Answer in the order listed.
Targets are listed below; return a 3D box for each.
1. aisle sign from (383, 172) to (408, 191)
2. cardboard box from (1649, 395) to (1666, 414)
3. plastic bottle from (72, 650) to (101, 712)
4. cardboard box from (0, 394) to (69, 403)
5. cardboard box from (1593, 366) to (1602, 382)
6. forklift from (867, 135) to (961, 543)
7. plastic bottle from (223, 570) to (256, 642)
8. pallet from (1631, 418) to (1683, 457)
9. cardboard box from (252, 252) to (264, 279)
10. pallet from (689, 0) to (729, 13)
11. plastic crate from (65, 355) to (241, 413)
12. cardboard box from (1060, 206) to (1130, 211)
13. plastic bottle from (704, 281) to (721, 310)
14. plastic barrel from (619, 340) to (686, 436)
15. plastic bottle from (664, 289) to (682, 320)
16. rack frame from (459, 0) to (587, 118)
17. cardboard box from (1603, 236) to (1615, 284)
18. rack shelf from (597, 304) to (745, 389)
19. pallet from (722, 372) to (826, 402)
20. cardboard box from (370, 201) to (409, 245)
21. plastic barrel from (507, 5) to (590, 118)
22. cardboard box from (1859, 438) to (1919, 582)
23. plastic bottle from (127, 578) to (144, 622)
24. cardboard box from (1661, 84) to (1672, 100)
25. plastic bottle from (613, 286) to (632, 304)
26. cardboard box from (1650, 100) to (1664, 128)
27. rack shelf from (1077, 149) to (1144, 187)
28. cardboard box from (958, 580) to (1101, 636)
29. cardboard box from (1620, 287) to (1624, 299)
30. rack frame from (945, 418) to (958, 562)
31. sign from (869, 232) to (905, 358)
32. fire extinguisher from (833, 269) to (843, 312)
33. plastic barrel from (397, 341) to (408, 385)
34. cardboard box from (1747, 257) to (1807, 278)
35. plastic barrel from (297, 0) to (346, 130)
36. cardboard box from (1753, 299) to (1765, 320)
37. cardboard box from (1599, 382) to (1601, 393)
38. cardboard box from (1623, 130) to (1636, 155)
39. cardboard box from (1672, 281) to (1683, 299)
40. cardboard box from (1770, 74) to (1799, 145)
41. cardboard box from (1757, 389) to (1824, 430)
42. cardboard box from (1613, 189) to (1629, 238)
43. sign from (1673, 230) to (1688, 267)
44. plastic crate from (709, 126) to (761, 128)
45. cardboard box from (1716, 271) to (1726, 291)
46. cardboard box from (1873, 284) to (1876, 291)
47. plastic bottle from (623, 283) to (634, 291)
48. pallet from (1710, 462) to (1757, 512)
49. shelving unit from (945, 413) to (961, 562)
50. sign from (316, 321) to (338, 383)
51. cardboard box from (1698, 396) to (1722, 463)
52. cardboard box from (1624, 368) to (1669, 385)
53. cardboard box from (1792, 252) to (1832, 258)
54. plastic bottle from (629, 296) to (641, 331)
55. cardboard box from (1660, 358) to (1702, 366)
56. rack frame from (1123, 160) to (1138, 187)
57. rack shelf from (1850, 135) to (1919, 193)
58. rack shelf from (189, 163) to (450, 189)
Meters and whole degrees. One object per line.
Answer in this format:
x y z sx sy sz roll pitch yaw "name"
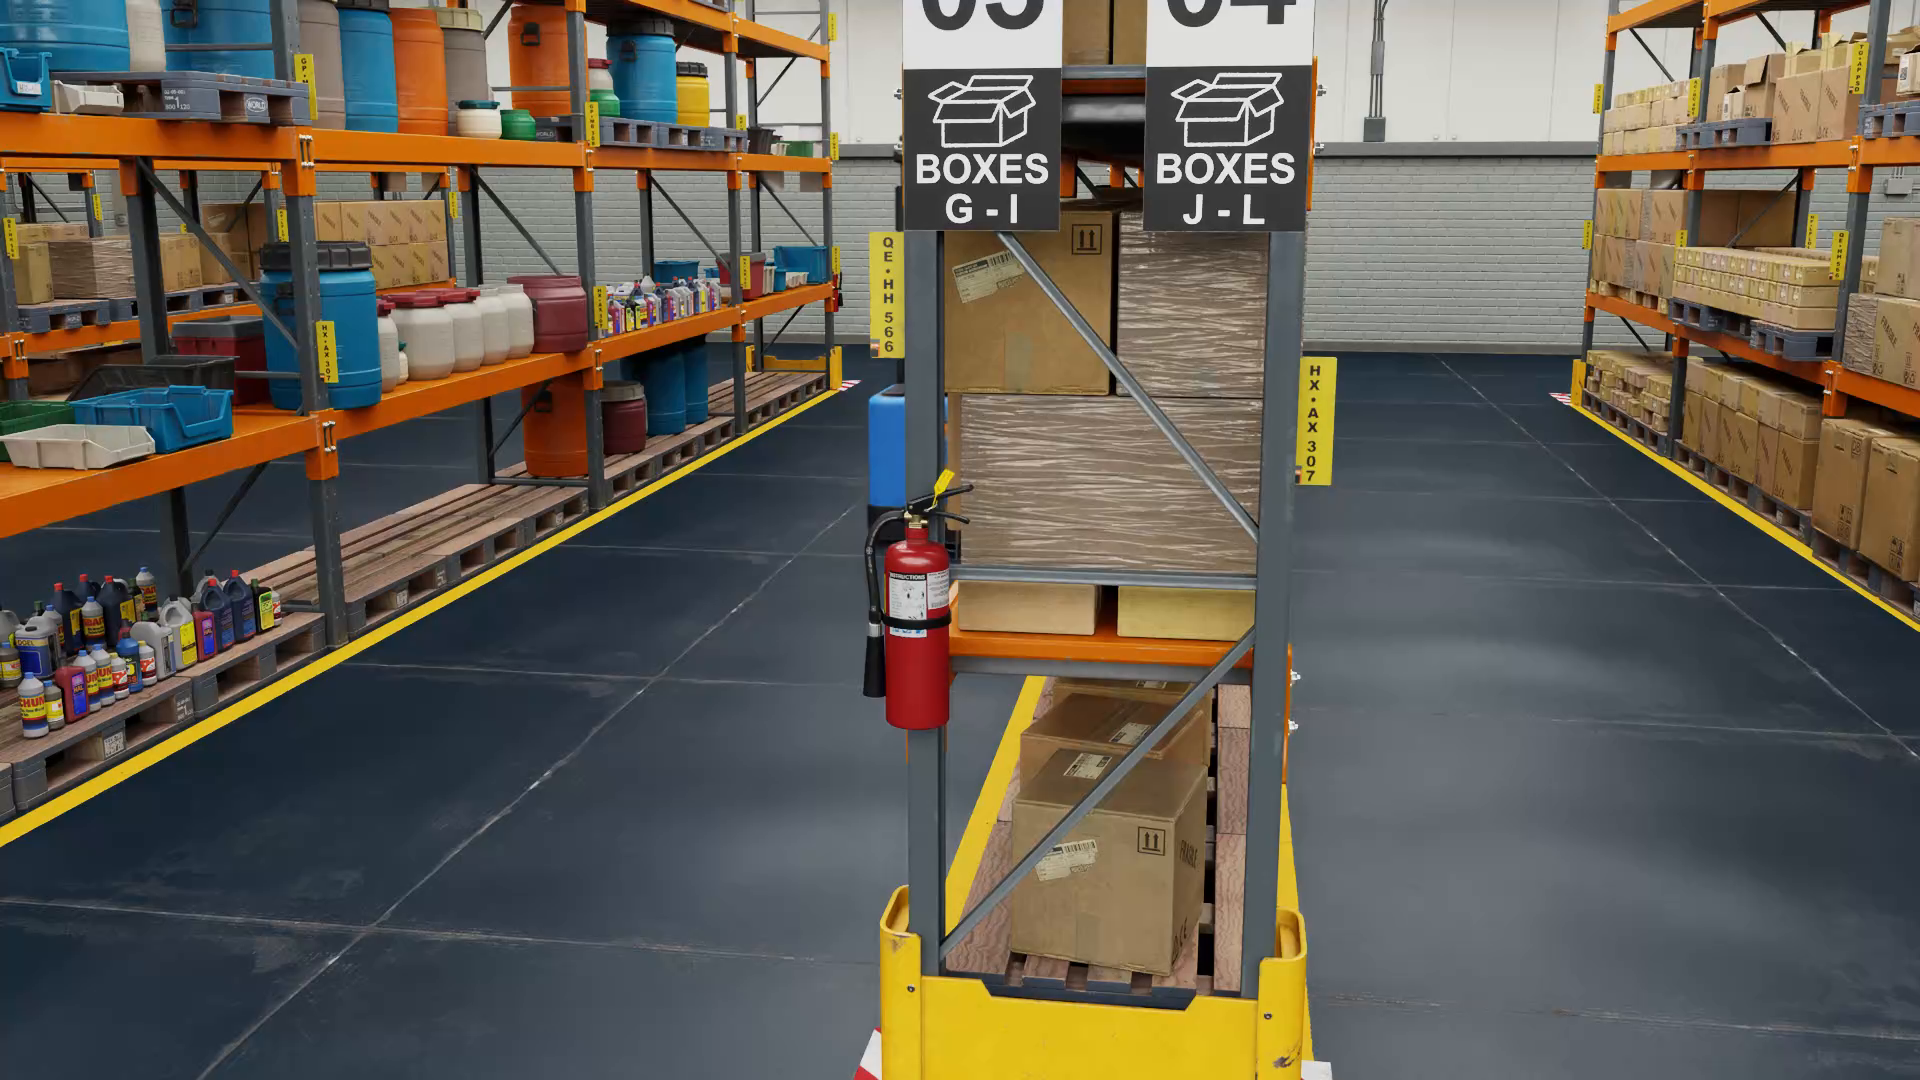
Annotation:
-7.247 -4.842 21.170 0.394 0.787 0.004 2 12 9 "aisle sign"
6.855 -1.301 15.974 0.380 0.149 0.250 1 12 6 "cardboard box"
-3.894 0.624 7.408 0.097 0.271 0.097 0 12 0 "plastic bottle"
-7.845 -0.961 14.220 0.500 0.500 0.500 2 12 11 "cardboard box"
7.274 -1.845 18.499 0.380 0.149 0.250 2 12 8 "cardboard box"
0.103 -1.660 12.739 1.130 2.935 3.031 2 12 9 "forklift"
-3.733 0.335 8.562 0.144 0.351 0.185 2 12 7 "plastic bottle"
7.159 -0.989 16.082 1.003 0.211 1.213 2 12 9 "pallet"
-7.235 -2.861 17.911 0.500 0.500 0.500 2 12 10 "cardboard box"
-2.785 -5.025 15.348 1.003 0.211 1.213 2 12 9 "pallet"
-4.125 -0.753 8.515 0.767 0.338 0.504 2 12 9 "plastic crate"
0.272 -0.805 5.291 0.500 0.500 0.500 2 12 9 "cardboard box"
-2.430 -2.400 16.306 0.152 0.276 0.135 2 12 9 "plastic bottle"
-2.898 -1.473 15.692 0.600 0.901 0.708 2 12 9 "plastic barrel"
-2.620 -2.143 15.112 0.152 0.276 0.135 2 12 9 "plastic bottle"
-3.304 -4.654 12.226 1.000 3.000 0.127 2 12 9 "rack frame"
7.307 -3.042 18.043 0.500 0.500 0.500 2 12 9 "cardboard box"
-2.996 -1.786 14.866 1.077 0.370 4.000 2 12 9 "rack shelf"
-2.238 -1.853 20.089 1.003 0.211 1.213 2 12 9 "pallet"
-6.916 -3.770 19.757 0.500 0.500 0.500 2 12 10 "cardboard box"
-3.213 -3.720 13.001 0.600 0.830 0.708 2 12 9 "plastic barrel"
6.162 -0.178 10.044 1.050 0.750 0.750 2 12 10 "cardboard box"
-4.318 0.348 8.661 0.061 0.283 0.133 2 12 9 "plastic bottle"
7.021 -4.335 16.091 0.380 0.149 0.250 1 12 6 "cardboard box"
-3.128 -2.211 15.428 0.152 0.276 0.135 2 12 9 "plastic bottle"
7.078 -4.170 16.270 0.500 0.250 0.500 2 12 11 "cardboard box"
1.283 -2.259 9.942 1.077 0.370 4.000 2 12 9 "rack shelf"
0.200 0.162 4.719 0.380 0.149 0.250 2 12 9 "cardboard box"
7.270 -2.642 17.727 0.380 0.149 0.250 2 12 8 "cardboard box"
-0.116 -0.370 11.218 0.200 1.050 0.008 2 12 9 "rack frame"
-0.185 -0.638 4.334 0.100 0.325 0.005 2 12 9 "sign"
-1.601 -3.183 20.711 0.296 0.674 0.183 2 12 9 "fire extinguisher"
-3.564 -1.091 10.265 0.301 0.262 0.301 0 12 0 "plastic barrel"
6.260 -2.081 12.718 0.380 0.149 0.250 2 12 9 "cardboard box"
-3.954 -2.849 9.781 0.600 0.901 0.600 0 12 0 "plastic barrel"
6.219 -1.736 12.527 0.380 0.149 0.250 2 12 8 "cardboard box"
7.350 -1.700 18.531 0.380 0.149 0.250 2 12 8 "cardboard box"
7.233 -4.135 17.295 0.500 0.250 0.500 1 12 7 "cardboard box"
6.576 -2.227 14.805 0.380 0.149 0.250 1 12 6 "cardboard box"
6.458 -3.229 12.501 0.500 0.500 0.500 2 12 9 "cardboard box"
6.389 -0.985 12.600 0.500 0.250 0.500 2 12 9 "cardboard box"
7.202 -3.429 17.469 0.500 0.500 0.500 2 12 7 "cardboard box"
6.554 -2.650 15.117 0.100 0.325 0.005 2 12 9 "sign"
-2.580 -4.513 18.842 0.504 0.338 0.767 2 12 9 "plastic crate"
6.379 -2.099 13.506 0.380 0.149 0.250 2 12 8 "cardboard box"
6.788 -1.757 11.920 0.380 0.149 0.250 2 12 11 "cardboard box"
-3.192 -2.333 15.992 0.152 0.276 0.135 2 12 9 "plastic bottle"
6.788 -0.431 13.494 1.003 0.211 1.213 2 12 9 "pallet"
-0.095 -0.395 11.336 0.215 1.050 0.252 2 12 9 "shelving unit"
-3.377 -1.003 8.872 0.100 0.325 0.005 2 12 9 "sign"
6.636 -0.939 14.168 0.500 0.500 0.500 2 12 11 "cardboard box"
7.017 -1.670 16.981 0.380 0.149 0.250 1 12 7 "cardboard box"
7.059 -2.279 13.637 0.380 0.149 0.250 1 12 7 "cardboard box"
-2.745 -1.914 14.032 0.061 0.283 0.133 2 12 9 "plastic bottle"
7.763 -1.868 17.898 0.380 0.149 0.250 1 12 6 "cardboard box"
1.590 -1.560 12.114 1.000 3.000 0.127 2 12 9 "rack frame"
6.168 -2.077 9.098 1.077 0.370 4.000 2 12 9 "rack shelf"
-7.275 -4.246 19.162 1.077 0.370 4.000 2 12 9 "rack shelf"
